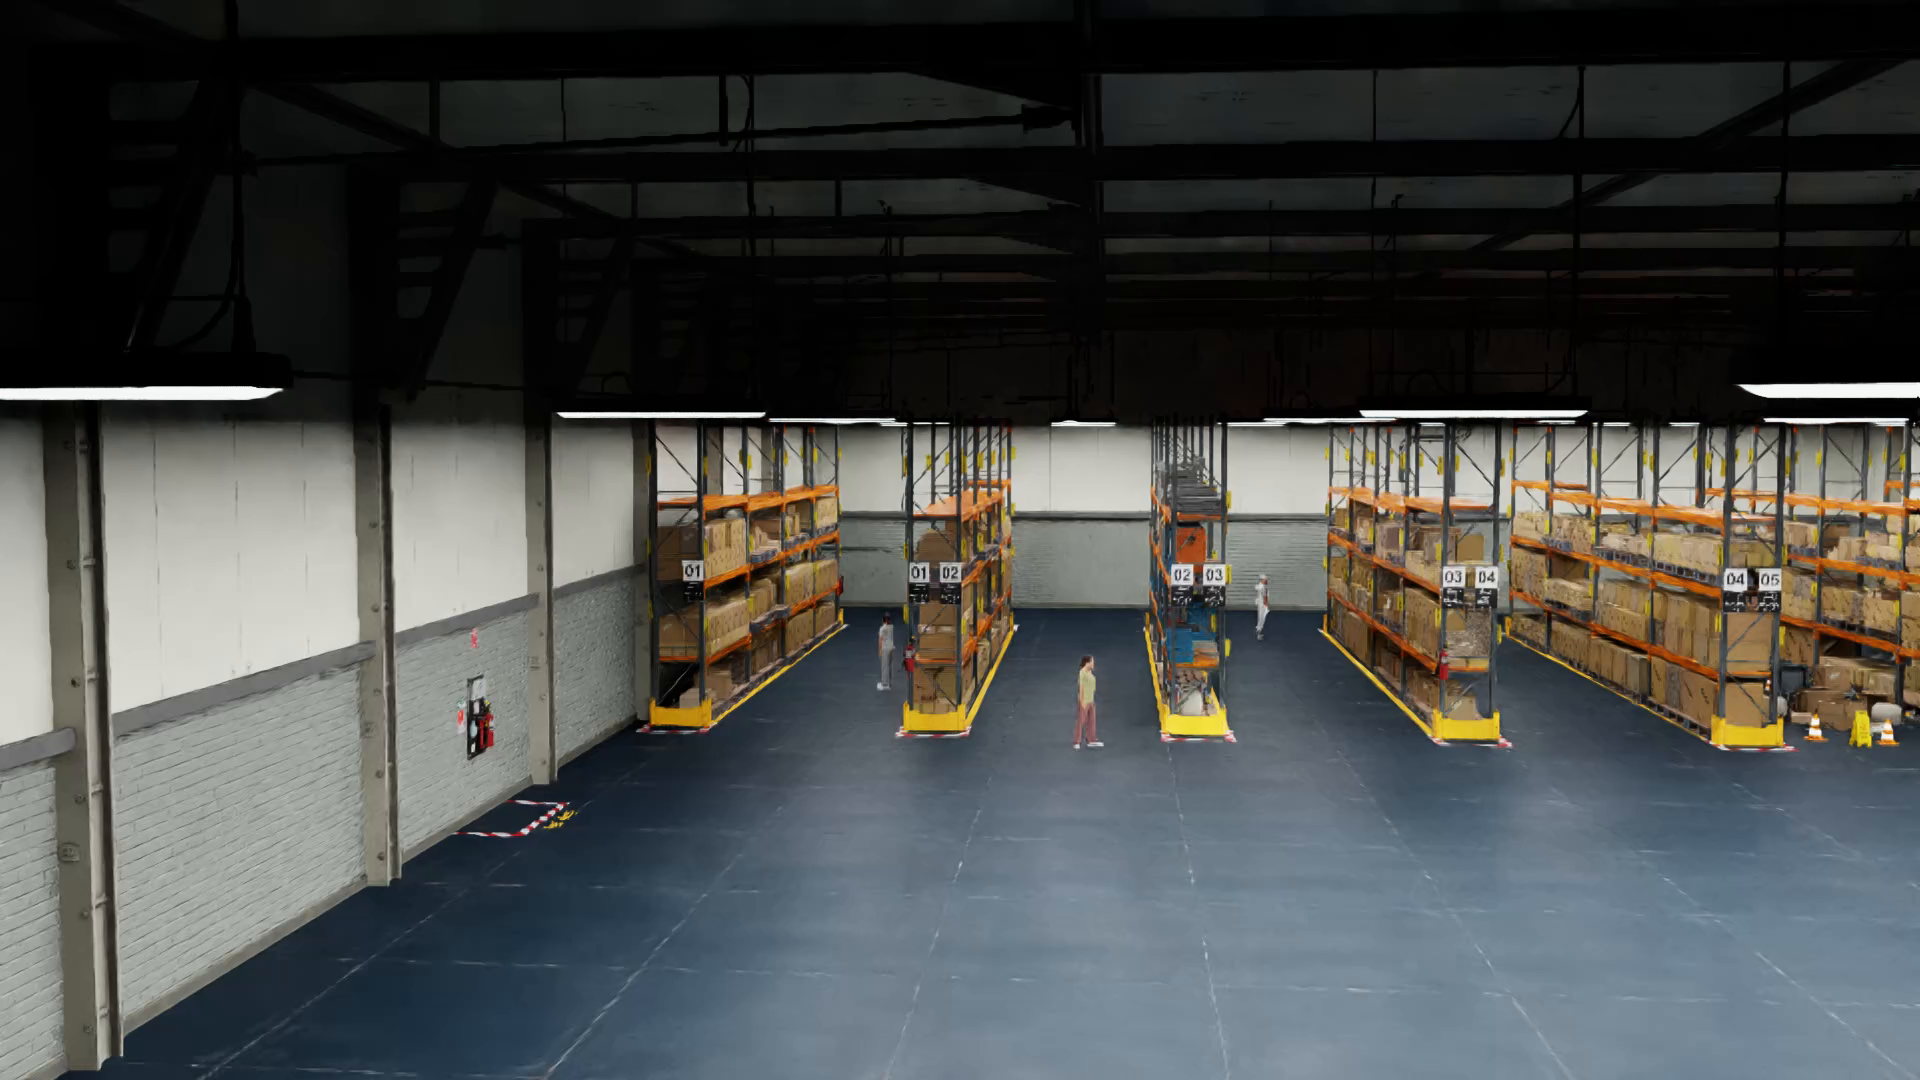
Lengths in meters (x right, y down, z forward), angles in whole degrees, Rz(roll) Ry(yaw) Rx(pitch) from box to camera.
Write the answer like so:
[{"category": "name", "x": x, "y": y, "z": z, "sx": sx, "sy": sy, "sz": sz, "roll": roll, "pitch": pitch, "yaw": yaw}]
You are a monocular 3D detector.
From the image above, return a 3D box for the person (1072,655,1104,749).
[{"category": "person", "x": 2.257, "y": 2.881, "z": 29.648, "sx": 0.463, "sy": 1.674, "sz": 0.558, "roll": 2, "pitch": 4, "yaw": 28}]

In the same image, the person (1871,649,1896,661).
[{"category": "person", "x": 22.803, "y": 2.119, "z": 40.974, "sx": 0.555, "sy": 1.664, "sz": 0.585, "roll": 2, "pitch": 4, "yaw": 29}]

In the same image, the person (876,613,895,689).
[{"category": "person", "x": -1.658, "y": 2.420, "z": 36.466, "sx": 0.477, "sy": 1.675, "sz": 0.487, "roll": 3, "pitch": 5, "yaw": 36}]

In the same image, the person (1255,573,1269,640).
[{"category": "person", "x": 8.165, "y": 1.792, "z": 44.843, "sx": 0.396, "sy": 1.791, "sz": 0.655, "roll": -1, "pitch": 4, "yaw": -9}]
